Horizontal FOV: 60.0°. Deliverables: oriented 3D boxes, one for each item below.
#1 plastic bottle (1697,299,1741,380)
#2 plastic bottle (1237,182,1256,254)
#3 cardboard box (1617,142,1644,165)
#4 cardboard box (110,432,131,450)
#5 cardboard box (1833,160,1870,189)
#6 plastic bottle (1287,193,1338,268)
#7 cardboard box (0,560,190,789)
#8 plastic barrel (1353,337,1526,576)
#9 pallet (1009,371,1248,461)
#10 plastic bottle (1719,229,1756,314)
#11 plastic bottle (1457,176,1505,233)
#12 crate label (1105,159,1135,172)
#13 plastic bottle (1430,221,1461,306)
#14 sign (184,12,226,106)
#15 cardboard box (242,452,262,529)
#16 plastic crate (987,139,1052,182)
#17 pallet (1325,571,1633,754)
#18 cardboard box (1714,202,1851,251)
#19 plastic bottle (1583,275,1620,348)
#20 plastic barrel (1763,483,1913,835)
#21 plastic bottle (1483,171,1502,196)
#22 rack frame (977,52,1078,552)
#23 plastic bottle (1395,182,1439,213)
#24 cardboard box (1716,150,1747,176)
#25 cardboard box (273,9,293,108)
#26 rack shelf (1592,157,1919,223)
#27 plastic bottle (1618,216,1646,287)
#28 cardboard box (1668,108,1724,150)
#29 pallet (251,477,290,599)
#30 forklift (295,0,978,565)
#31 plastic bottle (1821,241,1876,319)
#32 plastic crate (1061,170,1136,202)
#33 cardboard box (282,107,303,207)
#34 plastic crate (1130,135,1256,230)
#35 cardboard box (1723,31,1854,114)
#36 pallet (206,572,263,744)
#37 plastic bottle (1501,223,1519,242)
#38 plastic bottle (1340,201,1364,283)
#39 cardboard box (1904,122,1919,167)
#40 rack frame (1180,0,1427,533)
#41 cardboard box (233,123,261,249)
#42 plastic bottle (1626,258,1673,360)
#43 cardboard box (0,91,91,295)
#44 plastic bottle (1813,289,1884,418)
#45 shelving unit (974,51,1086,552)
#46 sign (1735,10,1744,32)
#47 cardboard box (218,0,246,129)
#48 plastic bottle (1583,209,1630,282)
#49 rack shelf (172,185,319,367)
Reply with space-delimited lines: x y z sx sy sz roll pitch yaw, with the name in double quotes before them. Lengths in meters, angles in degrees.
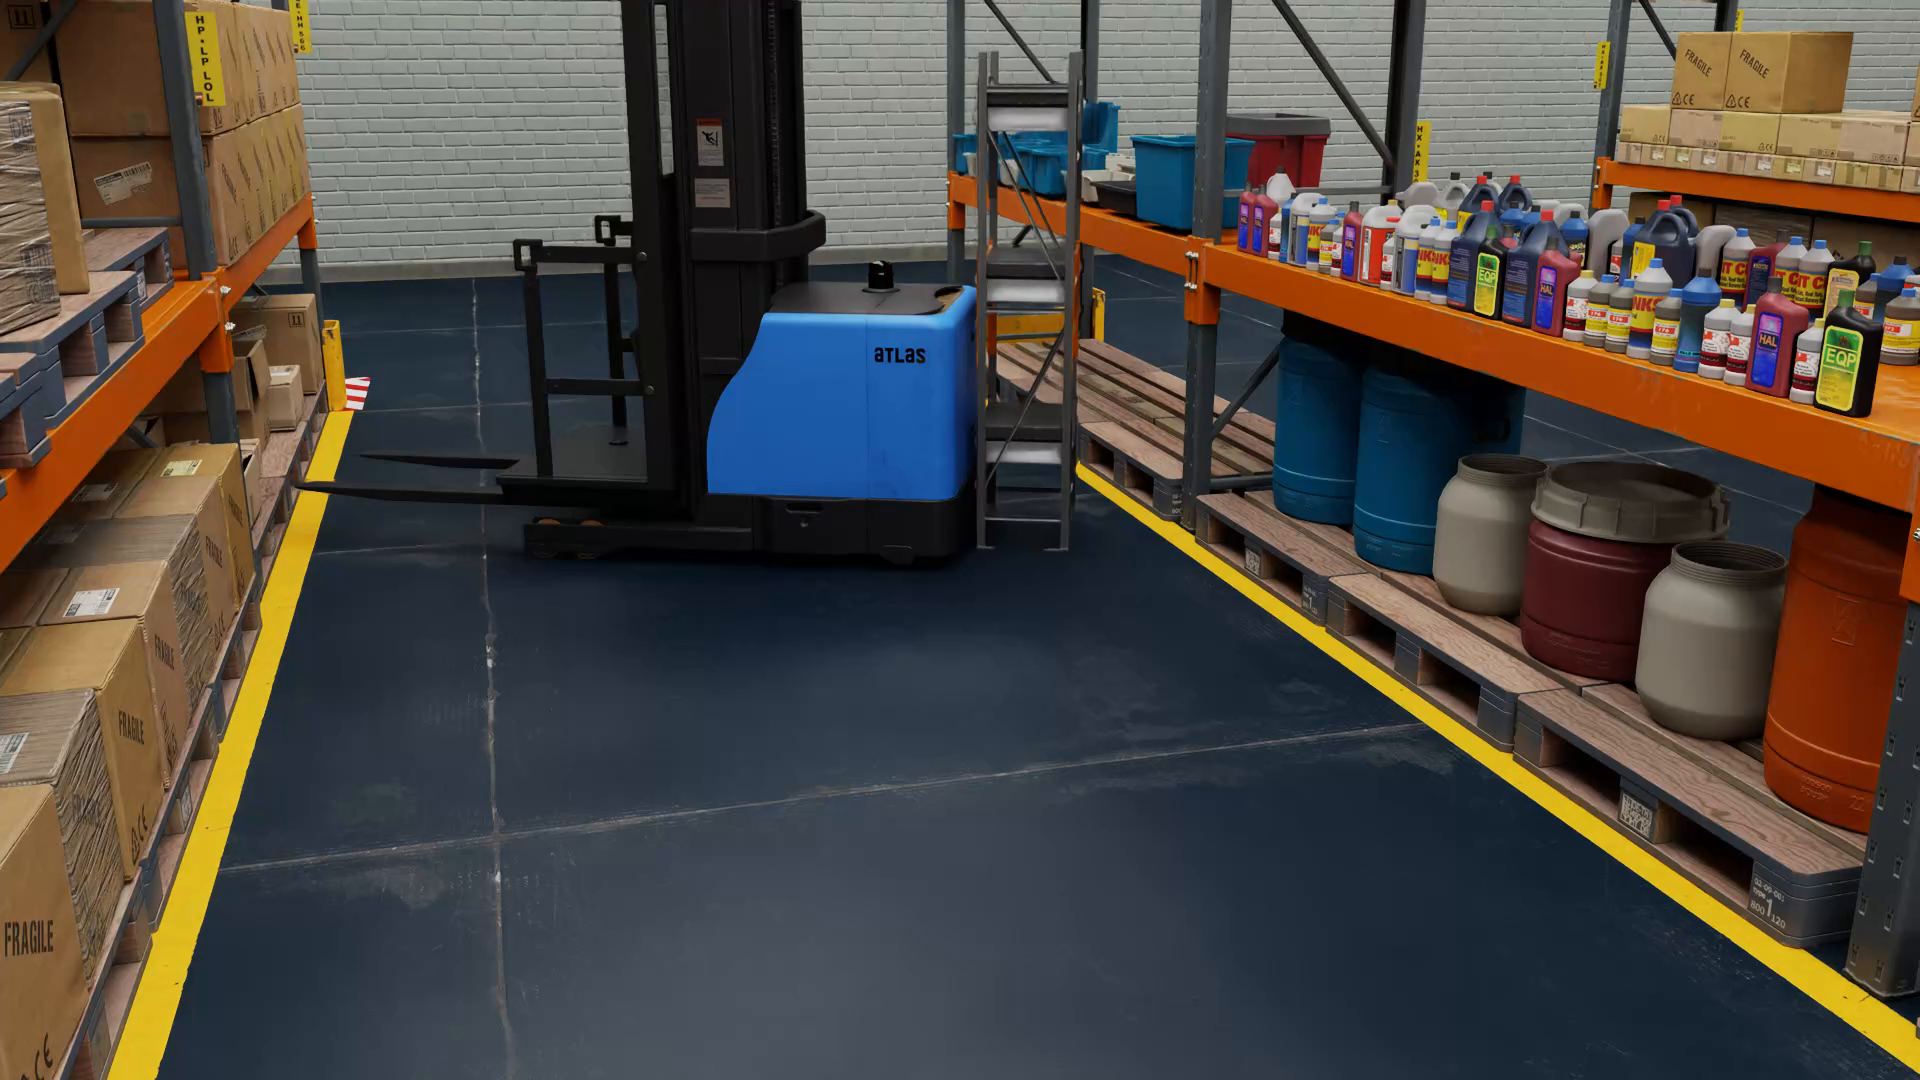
"plastic bottle" 1.985 -0.524 4.329 0.097 0.201 0.097 0 17 0
"plastic bottle" 1.202 -1.333 6.877 0.061 0.283 0.133 -5 17 -15
"cardboard box" 4.955 -2.777 11.920 0.380 0.149 0.250 -4 17 -15
"cardboard box" -3.681 -0.282 6.756 0.500 0.500 0.500 -5 17 -15
"cardboard box" 5.522 -2.209 10.028 0.380 0.149 0.250 -5 17 -16
"plastic bottle" 1.373 -1.205 6.465 0.152 0.276 0.135 -5 17 -15
"cardboard box" -2.434 0.384 4.540 0.500 0.500 0.500 -5 18 -17
"plastic barrel" 1.839 -0.372 6.394 0.600 0.901 0.708 -5 17 -15
"pallet" 0.933 -0.727 9.504 1.003 0.211 1.213 -5 17 -15
"plastic bottle" 2.480 -0.855 5.306 0.097 0.271 0.097 0 17 0
"plastic bottle" 1.991 -1.209 6.349 0.144 0.351 0.185 -5 17 -15
"crate label" 0.976 -2.165 9.799 0.396 0.136 0.243 -5 17 -15
"plastic bottle" 1.623 -0.922 5.532 0.097 0.271 0.097 0 17 0
"sign" -2.719 -1.732 5.993 0.100 0.325 0.005 -5 17 -15
"cardboard box" -3.159 -0.189 6.777 0.500 0.311 0.500 -5 17 -15
"plastic crate" 0.345 -2.302 10.089 0.416 0.233 0.300 -5 17 -15
"pallet" 2.023 0.367 5.864 1.003 0.211 1.213 -5 17 -15
"cardboard box" 5.678 -1.783 11.136 0.875 0.875 0.875 -5 17 -15
"plastic bottle" 1.851 -0.659 4.777 0.097 0.201 0.097 0 17 0
"plastic barrel" 2.460 0.287 4.325 0.600 0.830 0.708 -5 17 -15
"plastic bottle" 2.079 -1.272 6.557 0.144 0.351 0.185 -5 17 -15
"rack frame" 0.274 -0.960 6.999 0.400 2.100 0.015 2 17 6
"plastic bottle" 1.931 -1.381 7.050 0.152 0.276 0.135 -5 17 -15
"cardboard box" 5.239 -2.493 10.974 0.380 0.149 0.250 -5 17 -16
"cardboard box" -3.825 -2.525 8.733 0.500 0.500 0.500 -4 17 -14
"rack shelf" 5.724 -2.124 10.559 1.077 0.370 4.000 -5 17 -15
"plastic bottle" 2.307 -0.965 5.674 0.097 0.271 0.097 0 17 0
"cardboard box" 5.196 -2.795 11.286 0.500 0.250 0.500 -5 17 -16
"pallet" -3.440 0.013 7.044 1.003 0.211 1.213 -5 17 -15
"forklift" -1.449 -1.467 7.242 3.031 2.935 1.130 2 17 7
"plastic bottle" 2.619 -0.739 4.901 0.061 0.283 0.133 -5 17 -15
"plastic crate" 0.744 -1.884 8.864 0.293 0.136 0.466 -5 17 -15
"cardboard box" -3.821 -2.042 8.861 0.500 0.500 0.500 -5 17 -15
"plastic crate" 1.055 -1.647 7.644 0.392 0.384 0.575 -5 17 -15
"cardboard box" 5.333 -3.016 10.719 0.500 0.500 0.500 -5 17 -17
"pallet" -2.992 0.425 5.672 1.003 0.211 1.213 -5 17 -15
"plastic bottle" 1.788 -0.907 5.481 0.097 0.271 0.097 0 17 0
"plastic bottle" 1.446 -1.087 6.059 0.061 0.283 0.133 -5 17 -15
"cardboard box" 5.756 -2.230 9.406 0.500 0.250 0.500 -4 17 -14
"rack frame" 1.512 -1.524 7.310 1.000 3.000 0.127 -5 17 -15
"cardboard box" -3.274 -1.485 7.007 0.500 0.500 0.500 -4 17 -14
"plastic bottle" 1.905 -0.639 4.588 0.097 0.271 0.097 0 17 0
"cardboard box" -2.707 -0.898 4.325 0.700 0.500 0.500 -10 19 -29
"plastic bottle" 2.090 -0.439 3.904 0.061 0.283 0.133 -5 17 -15
"shelving unit" 0.303 -1.030 7.232 0.431 2.100 0.503 2 17 6
"sign" 5.700 -3.729 12.227 0.100 0.325 0.005 -5 17 -15
"cardboard box" -3.253 -1.955 6.835 0.500 0.500 0.500 -5 18 -17
"plastic bottle" 2.270 -1.039 5.912 0.152 0.276 0.135 -5 17 -15
"rack shelf" -3.802 -1.342 7.955 1.077 0.370 4.000 -5 17 -15
